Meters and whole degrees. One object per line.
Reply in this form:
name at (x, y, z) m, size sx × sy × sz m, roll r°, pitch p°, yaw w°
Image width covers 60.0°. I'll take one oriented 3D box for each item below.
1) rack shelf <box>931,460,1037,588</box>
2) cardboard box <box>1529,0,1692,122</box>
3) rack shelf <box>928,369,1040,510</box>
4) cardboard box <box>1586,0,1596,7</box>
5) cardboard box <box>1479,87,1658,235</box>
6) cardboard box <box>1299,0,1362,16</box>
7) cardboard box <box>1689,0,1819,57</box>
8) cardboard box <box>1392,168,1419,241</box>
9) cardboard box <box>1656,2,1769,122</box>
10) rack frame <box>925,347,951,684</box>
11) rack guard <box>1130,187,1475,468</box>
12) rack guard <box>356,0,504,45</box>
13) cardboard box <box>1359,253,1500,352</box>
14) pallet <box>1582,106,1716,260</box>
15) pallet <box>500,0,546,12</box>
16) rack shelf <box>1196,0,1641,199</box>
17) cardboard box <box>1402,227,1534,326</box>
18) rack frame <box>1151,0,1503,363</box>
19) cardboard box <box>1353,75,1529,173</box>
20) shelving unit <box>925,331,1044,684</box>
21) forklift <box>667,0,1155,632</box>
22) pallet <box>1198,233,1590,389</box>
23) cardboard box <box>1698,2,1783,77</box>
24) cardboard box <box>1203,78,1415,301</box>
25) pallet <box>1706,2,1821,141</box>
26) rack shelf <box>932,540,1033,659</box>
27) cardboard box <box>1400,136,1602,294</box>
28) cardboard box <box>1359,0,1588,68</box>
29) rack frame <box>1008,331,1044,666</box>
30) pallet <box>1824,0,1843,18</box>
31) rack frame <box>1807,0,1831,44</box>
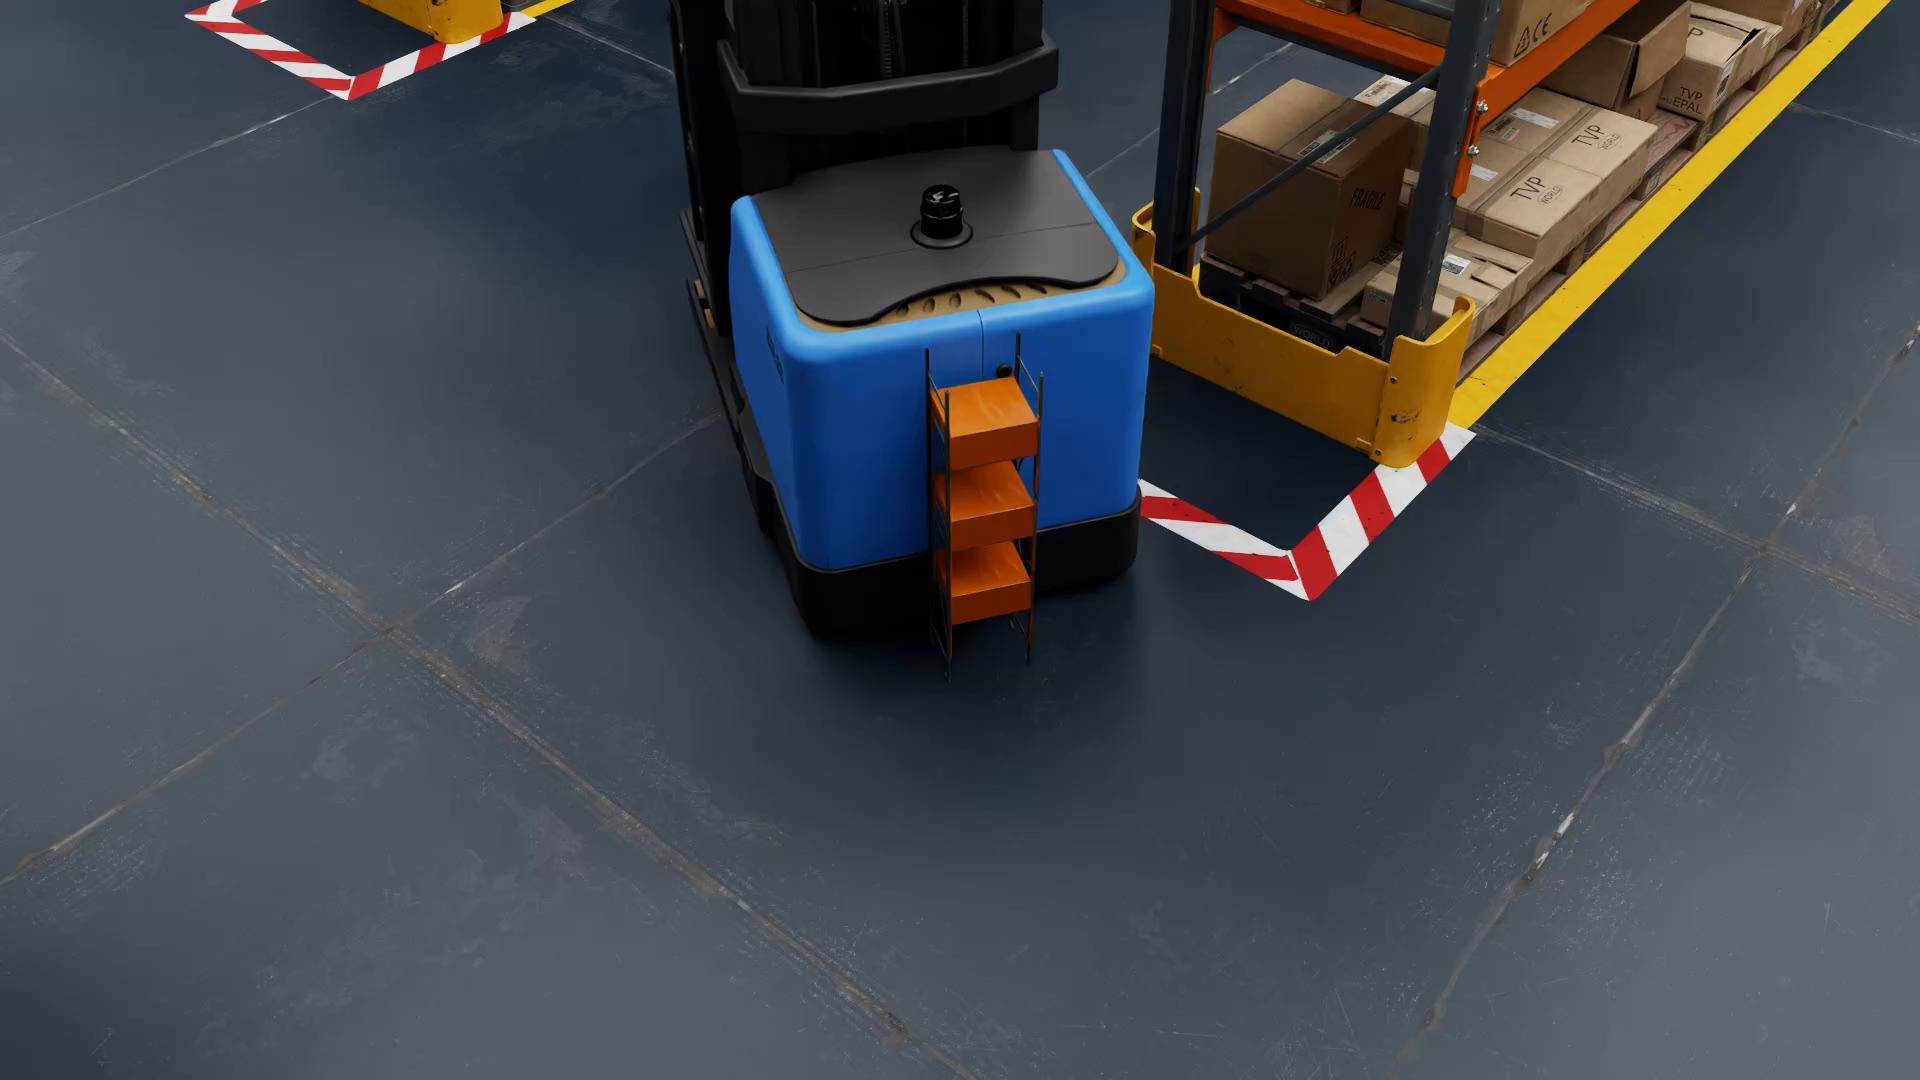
rack shelf at (0.059, -0.053, 4.543) m, size 0.240 × 0.259 × 0.215 m, roll -11°, pitch 44°, yaw -12°
cardboard box at (2.443, -1.961, 6.705) m, size 0.797 × 0.503 × 0.637 m, roll 29°, pitch 50°, yaw 28°
rack shelf at (0.059, -0.263, 4.352) m, size 0.240 × 0.259 × 0.215 m, roll -11°, pitch 44°, yaw -12°
cardboard box at (1.890, -2.051, 5.201) m, size 0.500 × 0.500 × 0.500 m, roll 29°, pitch 50°, yaw 28°
cardboard box at (2.285, -1.449, 6.331) m, size 0.500 × 0.250 × 0.500 m, roll 29°, pitch 50°, yaw 28°
cardboard box at (1.154, -2.017, 5.164) m, size 0.500 × 0.500 × 0.500 m, roll 31°, pitch 51°, yaw 30°
cardboard box at (3.499, -2.513, 7.315) m, size 0.500 × 0.500 × 0.500 m, roll 29°, pitch 50°, yaw 28°
cardboard box at (1.565, -1.302, 6.231) m, size 0.380 × 0.166 × 0.250 m, roll 29°, pitch 50°, yaw 28°
cardboard box at (3.016, -2.057, 6.954) m, size 0.500 × 0.311 × 0.500 m, roll 29°, pitch 50°, yaw 28°
rack frame at (-0.058, -0.037, 4.510) m, size 0.008 × 1.050 × 0.200 m, roll -11°, pitch 44°, yaw -12°
rack guard at (1.123, -0.746, 5.699) m, size 1.175 × 0.500 × 0.348 m, roll 29°, pitch 50°, yaw 28°
rack guard at (-2.720, -2.835, 7.996) m, size 1.175 × 0.500 × 0.348 m, roll 29°, pitch 50°, yaw 28°
cardboard box at (1.607, -0.806, 5.699) m, size 0.380 × 0.149 × 0.250 m, roll 29°, pitch 50°, yaw 28°
pallet at (2.421, -1.675, 6.936) m, size 1.003 × 0.211 × 1.213 m, roll 29°, pitch 50°, yaw 28°
pallet at (-2.154, -3.154, 8.562) m, size 1.003 × 0.211 × 1.213 m, roll 29°, pitch 50°, yaw 28°
rack shelf at (2.361, -2.395, 6.189) m, size 1.077 × 0.370 × 4.000 m, roll 29°, pitch 50°, yaw 28°
cardboard box at (1.768, -0.941, 5.835) m, size 0.380 × 0.166 × 0.250 m, roll 29°, pitch 50°, yaw 28°
rack frame at (1.074, -1.631, 4.815) m, size 1.000 × 3.000 × 0.127 m, roll 29°, pitch 50°, yaw 28°
cardboard box at (1.870, -1.640, 6.541) m, size 0.500 × 0.250 × 0.500 m, roll 29°, pitch 50°, yaw 28°
shelving unit at (0.059, -0.061, 4.536) m, size 0.252 × 1.050 × 0.215 m, roll -11°, pitch 44°, yaw -12°
forklift at (-0.369, -1.821, 5.074) m, size 1.130 × 2.935 × 3.031 m, roll -11°, pitch 43°, yaw -12°
pallet at (1.636, -1.050, 6.248) m, size 1.003 × 0.211 × 1.213 m, roll 29°, pitch 50°, yaw 28°
cardboard box at (3.304, -2.164, 7.192) m, size 0.380 × 0.149 × 0.250 m, roll 29°, pitch 50°, yaw 28°
cardboard box at (1.236, -1.256, 5.933) m, size 0.500 × 0.500 × 0.500 m, roll 29°, pitch 50°, yaw 28°
pallet at (3.206, -2.306, 7.629) m, size 1.003 × 0.211 × 1.213 m, roll 29°, pitch 50°, yaw 28°
rack shelf at (0.059, 0.152, 4.731) m, size 0.240 × 0.259 × 0.215 m, roll -11°, pitch 44°, yaw -12°
cardboard box at (1.963, -1.192, 6.048) m, size 0.500 × 0.250 × 0.500 m, roll 29°, pitch 50°, yaw 28°
cardboard box at (1.562, -1.783, 4.907) m, size 0.500 × 0.500 × 0.500 m, roll 31°, pitch 50°, yaw 29°
rack frame at (0.176, -0.084, 4.562) m, size 0.008 × 1.050 × 0.200 m, roll -11°, pitch 44°, yaw -12°
pallet at (4.143, -3.095, 8.497) m, size 1.003 × 0.211 × 1.213 m, roll 29°, pitch 50°, yaw 28°
rack frame at (3.649, -3.691, 7.080) m, size 1.000 × 3.000 × 0.127 m, roll 29°, pitch 50°, yaw 28°
